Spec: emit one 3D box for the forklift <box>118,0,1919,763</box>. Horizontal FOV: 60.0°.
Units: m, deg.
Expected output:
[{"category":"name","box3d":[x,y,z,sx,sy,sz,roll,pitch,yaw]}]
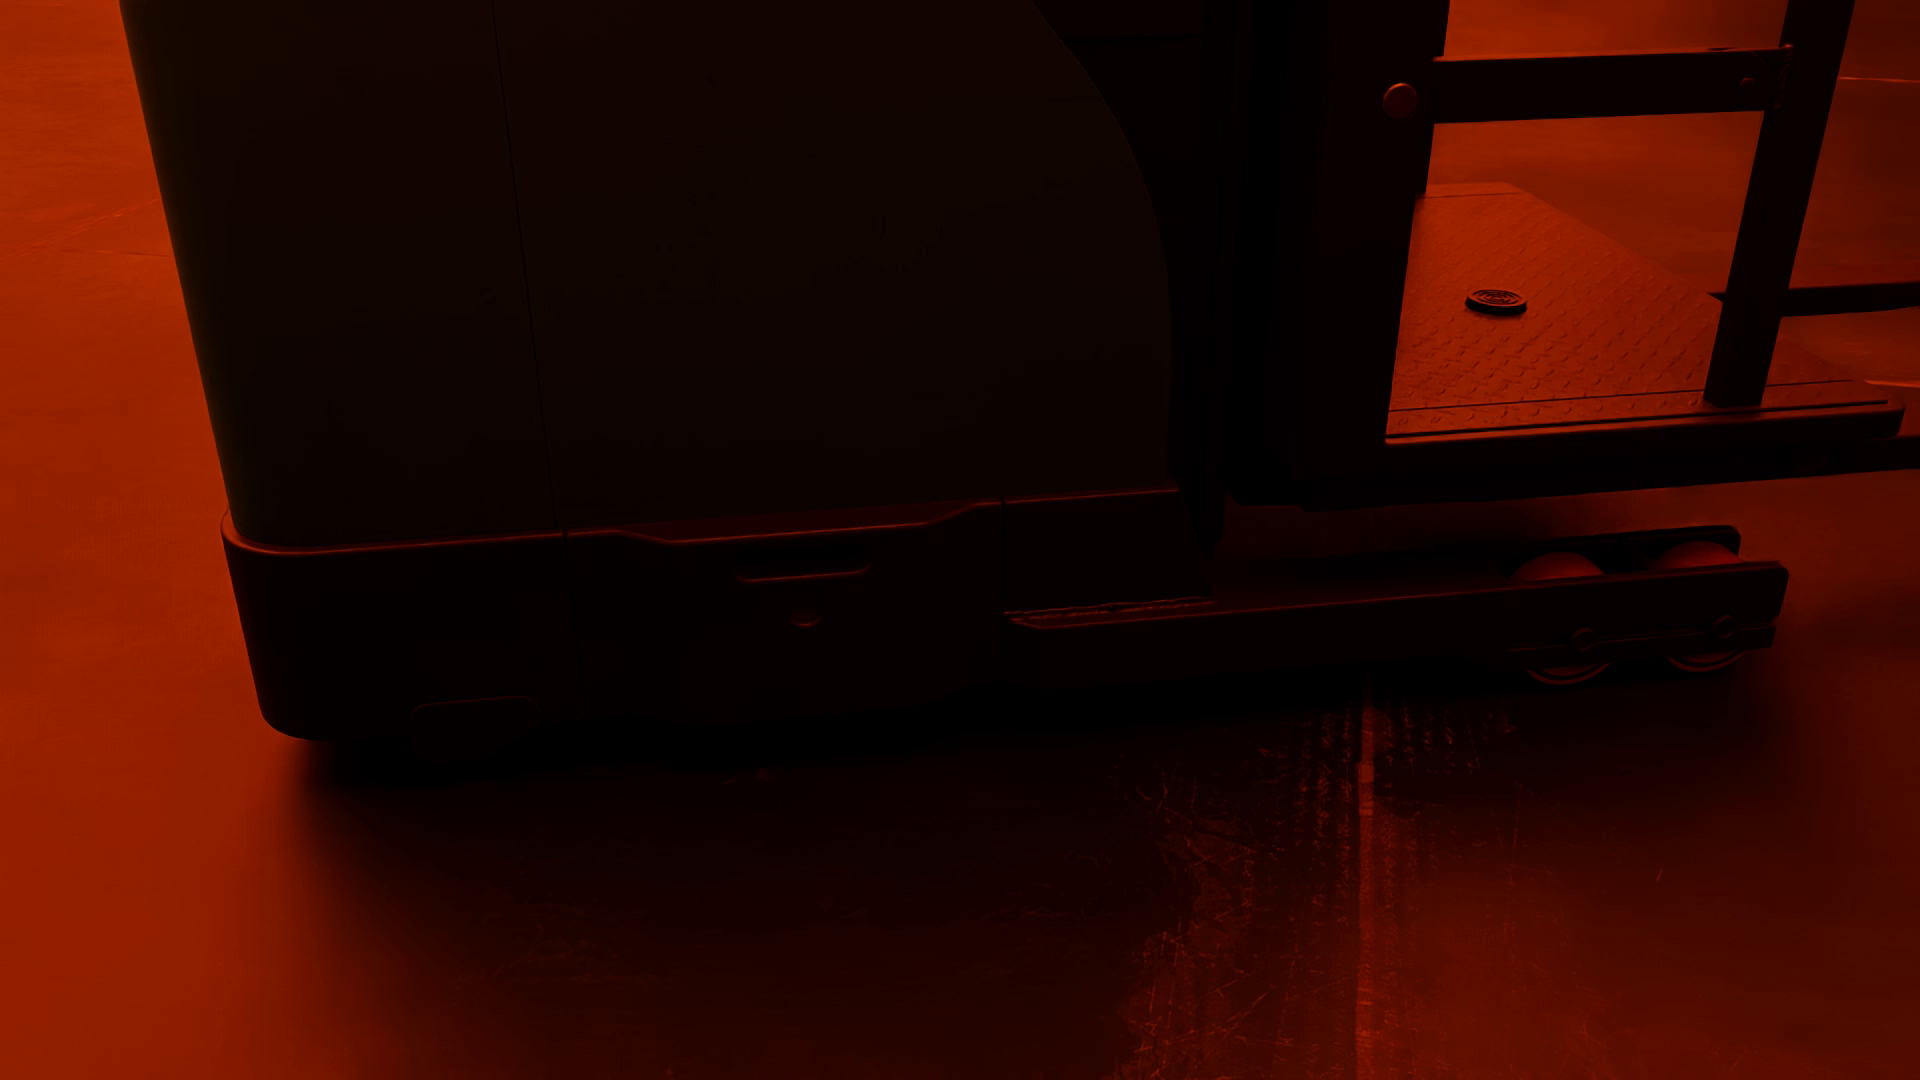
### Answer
[{"category":"forklift","box3d":[0.600,-1.354,1.930,3.031,2.935,1.130,-4,27,-9]}]
